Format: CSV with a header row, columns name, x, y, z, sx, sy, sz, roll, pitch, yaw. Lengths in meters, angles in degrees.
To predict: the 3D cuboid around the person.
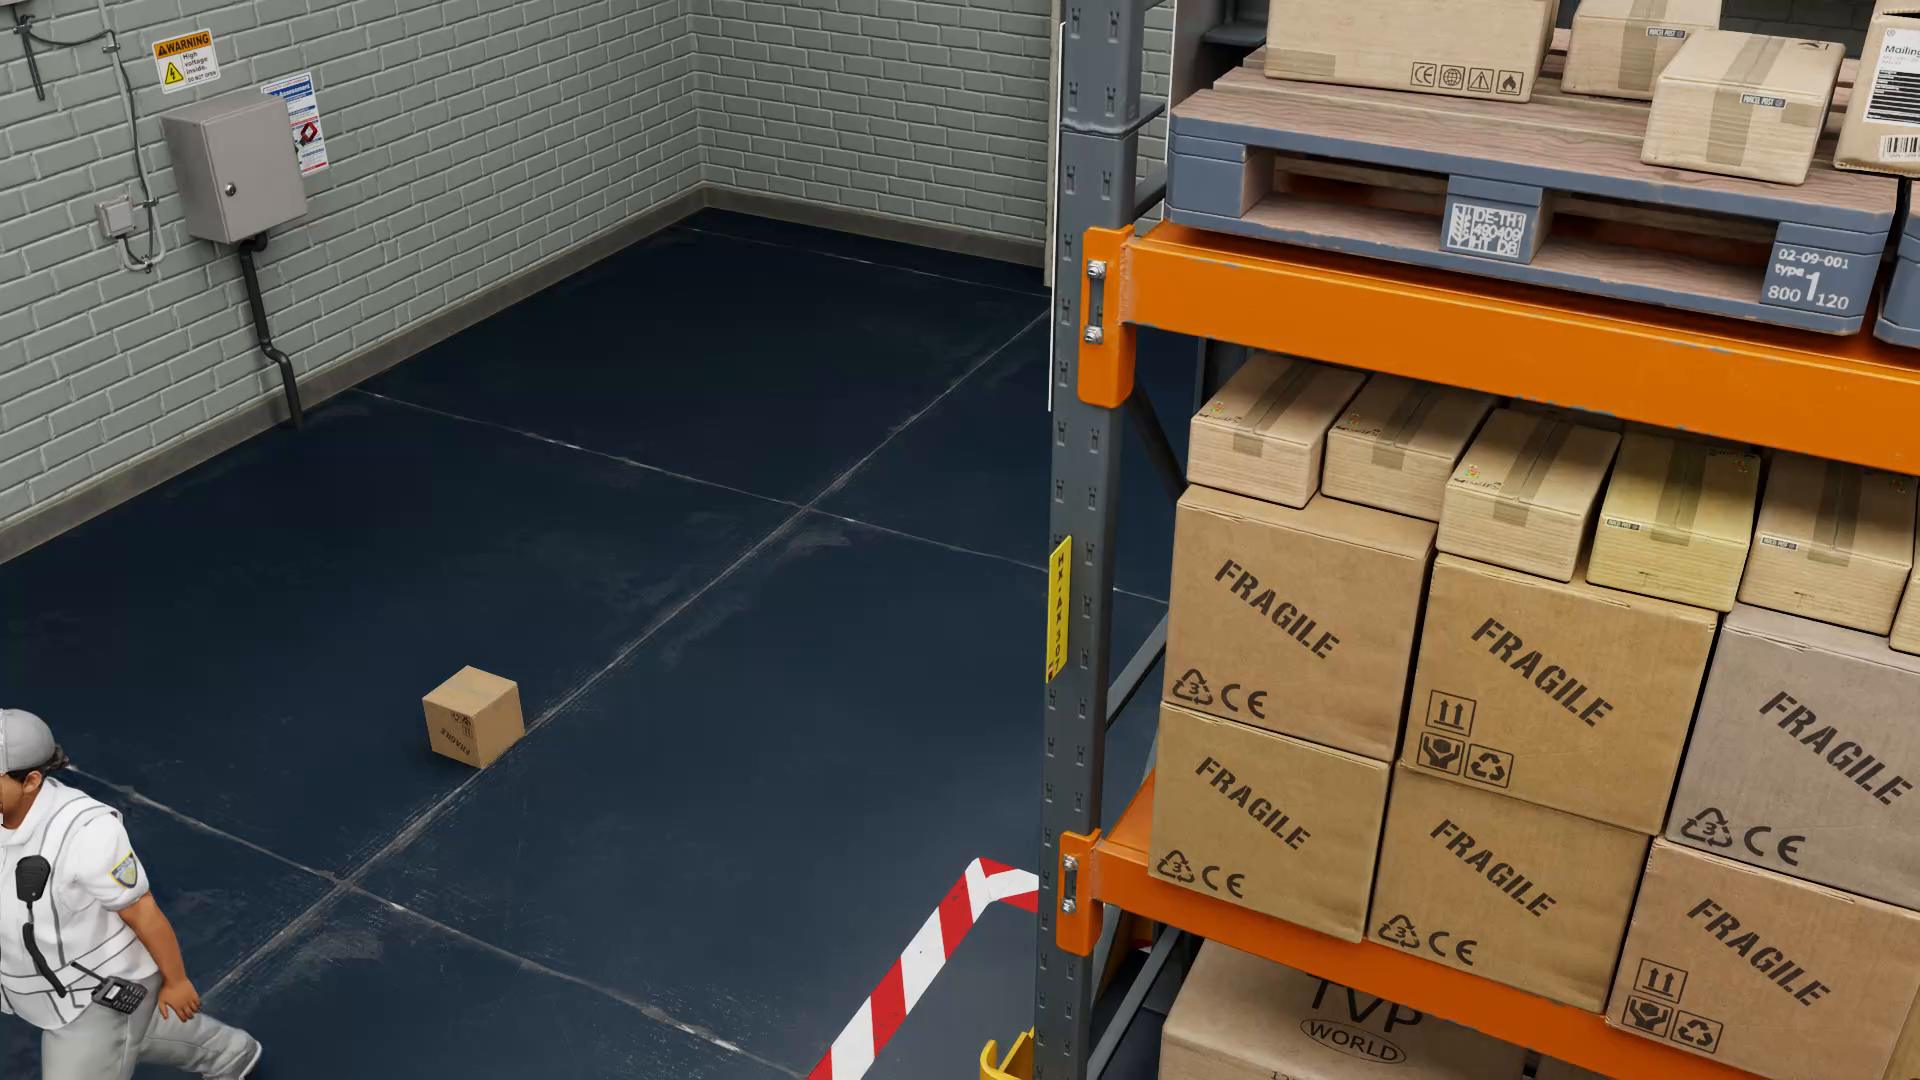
name,x,y,z,sx,sy,sz,roll,pitch,yaw
person,-2.282,1.119,4.203,0.509,1.608,1.007,14,33,22
